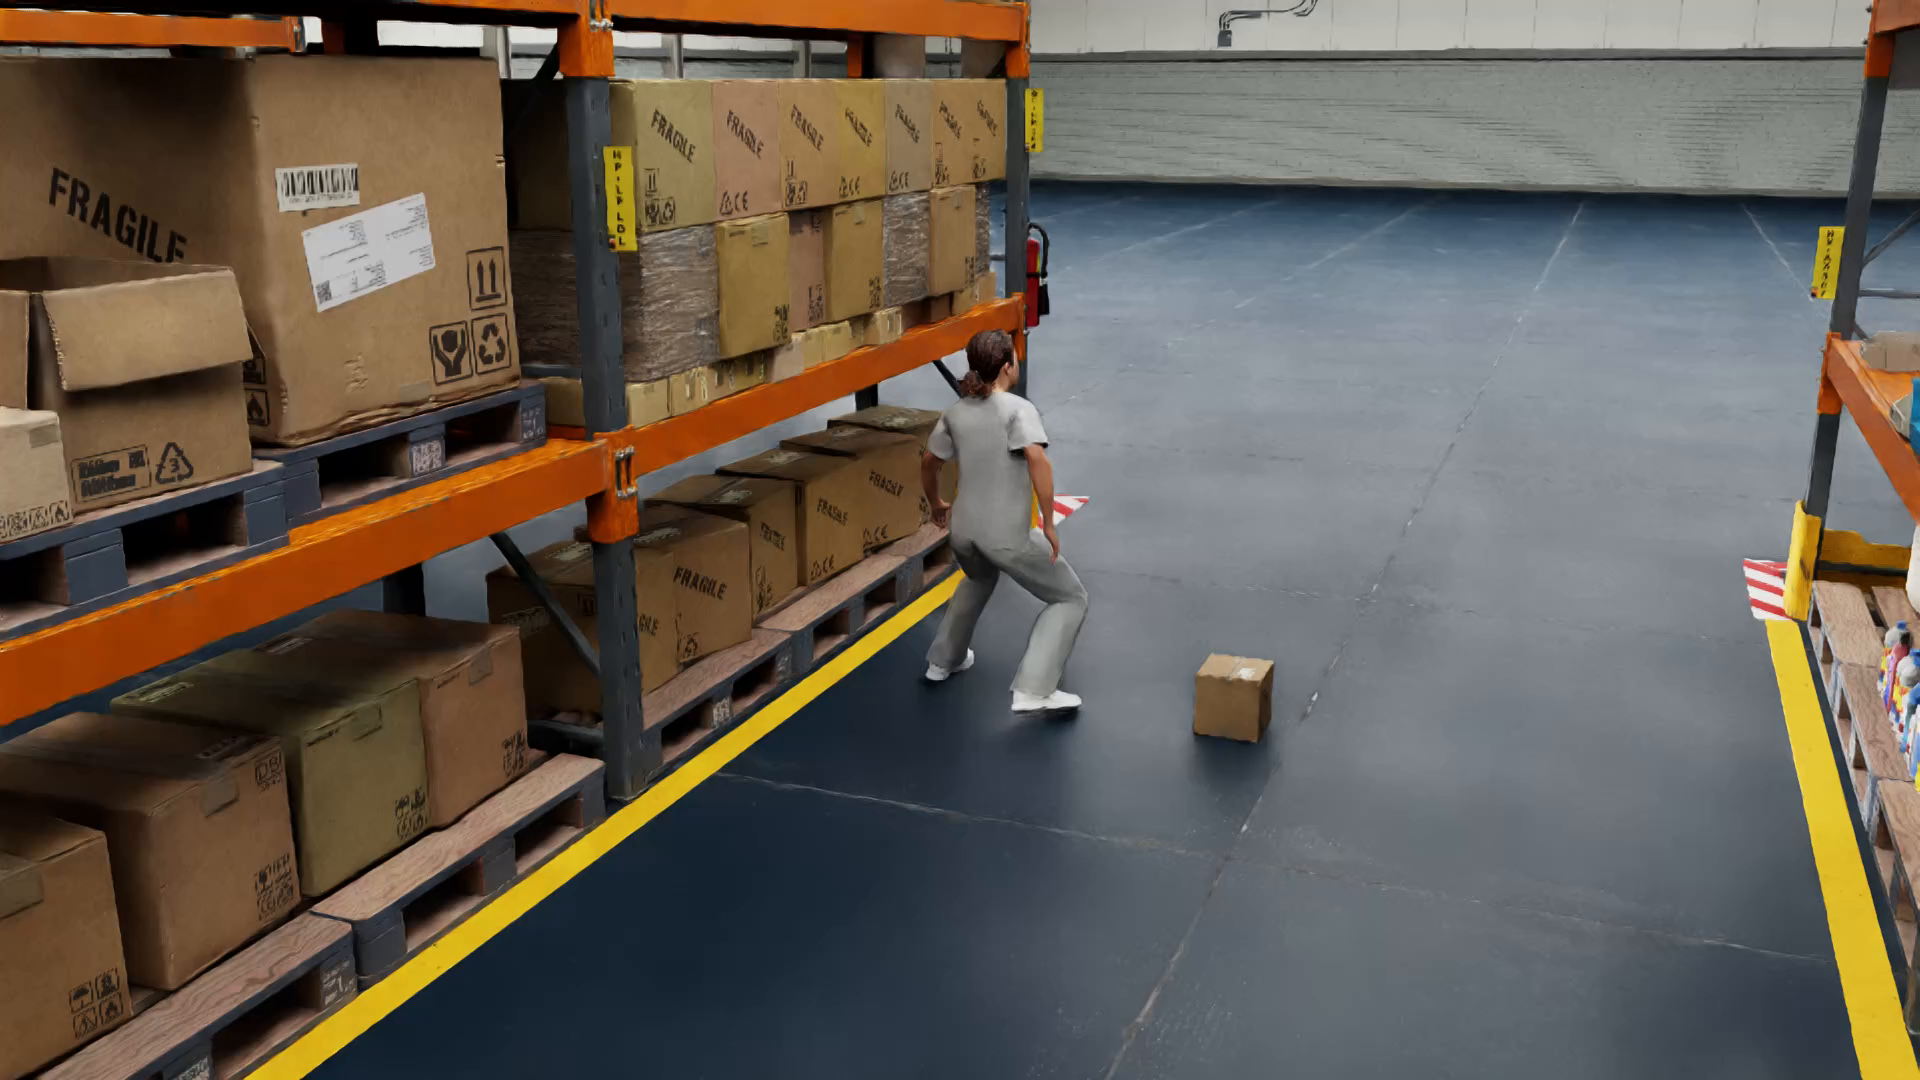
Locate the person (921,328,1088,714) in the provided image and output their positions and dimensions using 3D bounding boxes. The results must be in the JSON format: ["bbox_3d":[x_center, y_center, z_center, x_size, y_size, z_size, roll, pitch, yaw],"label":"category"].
[{"bbox_3d":[0.154,-0.089,6.646,0.795,1.521,0.493,13,20,39],"label":"person"}]
